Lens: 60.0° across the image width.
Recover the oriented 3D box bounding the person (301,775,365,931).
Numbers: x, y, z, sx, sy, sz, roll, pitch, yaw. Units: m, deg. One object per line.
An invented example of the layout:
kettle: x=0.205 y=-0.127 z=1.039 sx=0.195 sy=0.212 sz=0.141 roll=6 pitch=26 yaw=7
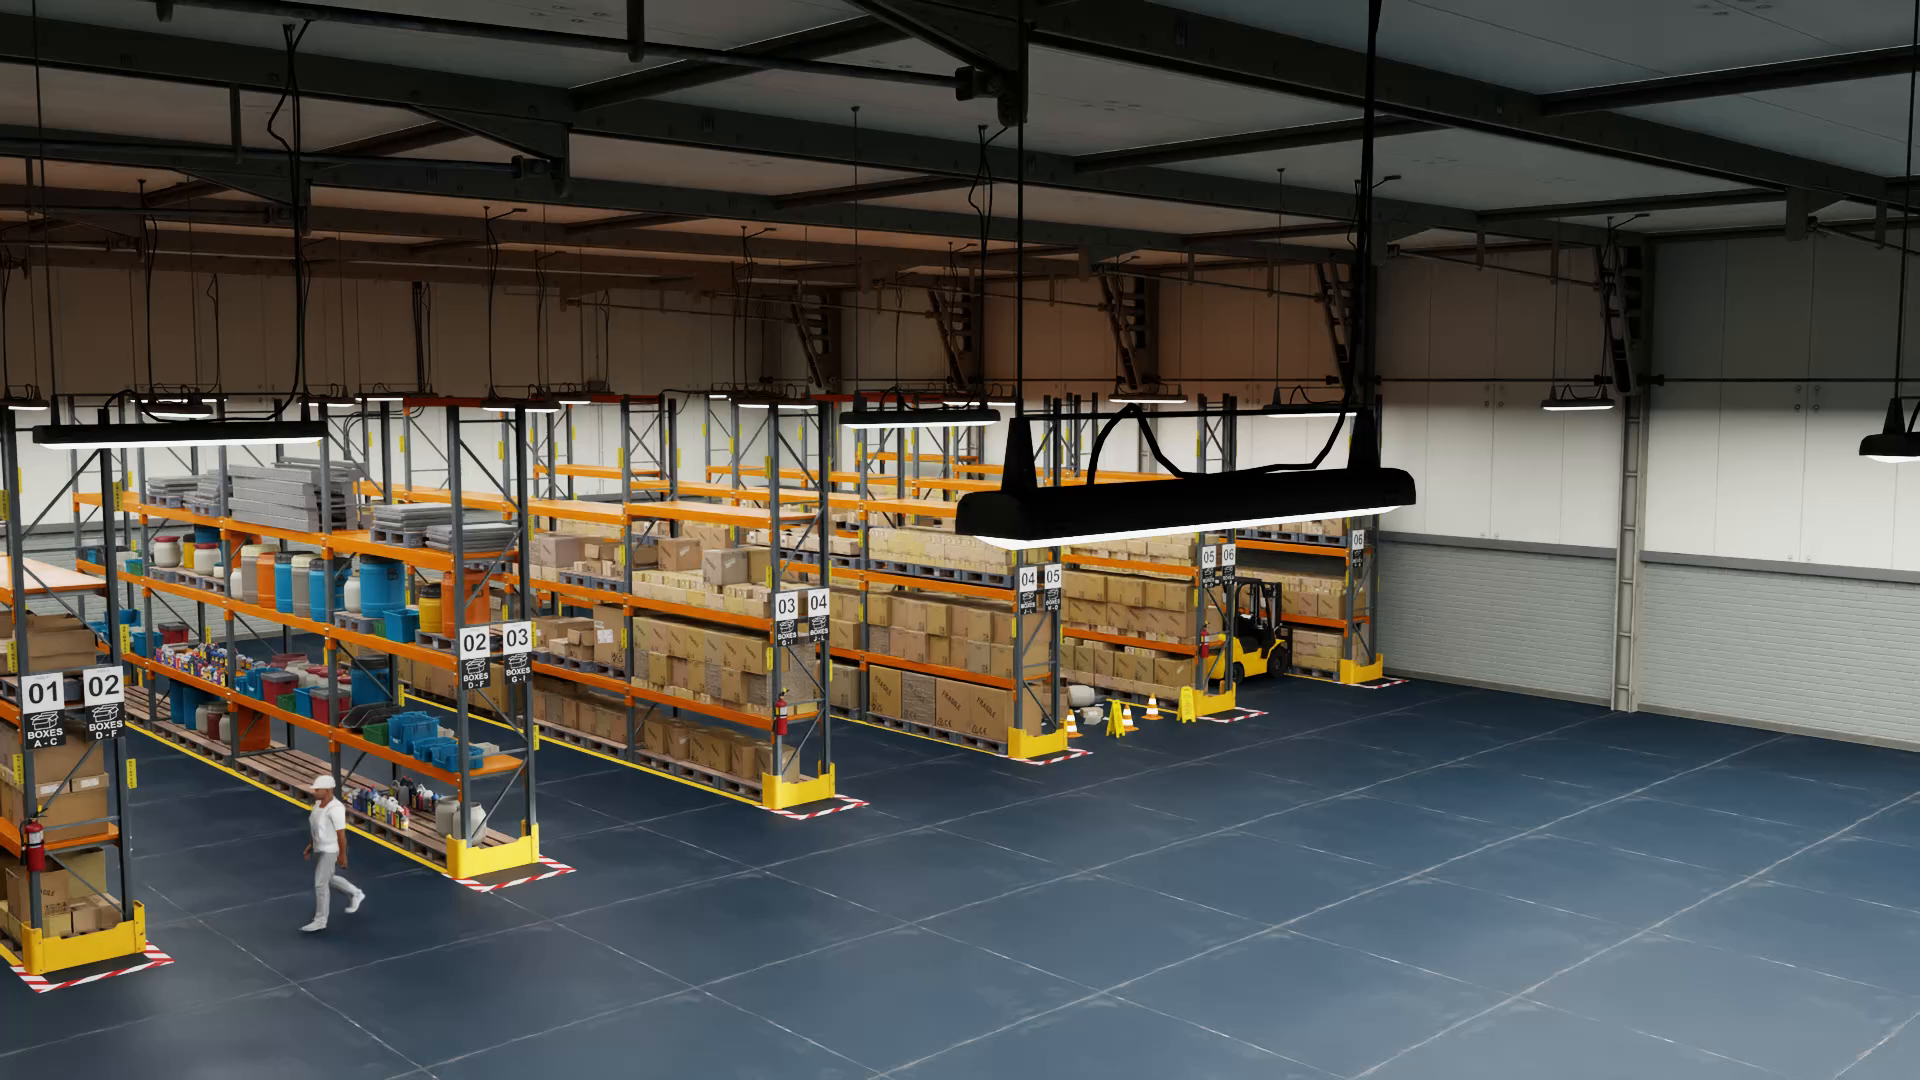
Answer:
person: x=-7.318 y=3.593 z=19.340 sx=0.860 sy=1.753 sz=0.572 roll=-5 pitch=7 yaw=-41
